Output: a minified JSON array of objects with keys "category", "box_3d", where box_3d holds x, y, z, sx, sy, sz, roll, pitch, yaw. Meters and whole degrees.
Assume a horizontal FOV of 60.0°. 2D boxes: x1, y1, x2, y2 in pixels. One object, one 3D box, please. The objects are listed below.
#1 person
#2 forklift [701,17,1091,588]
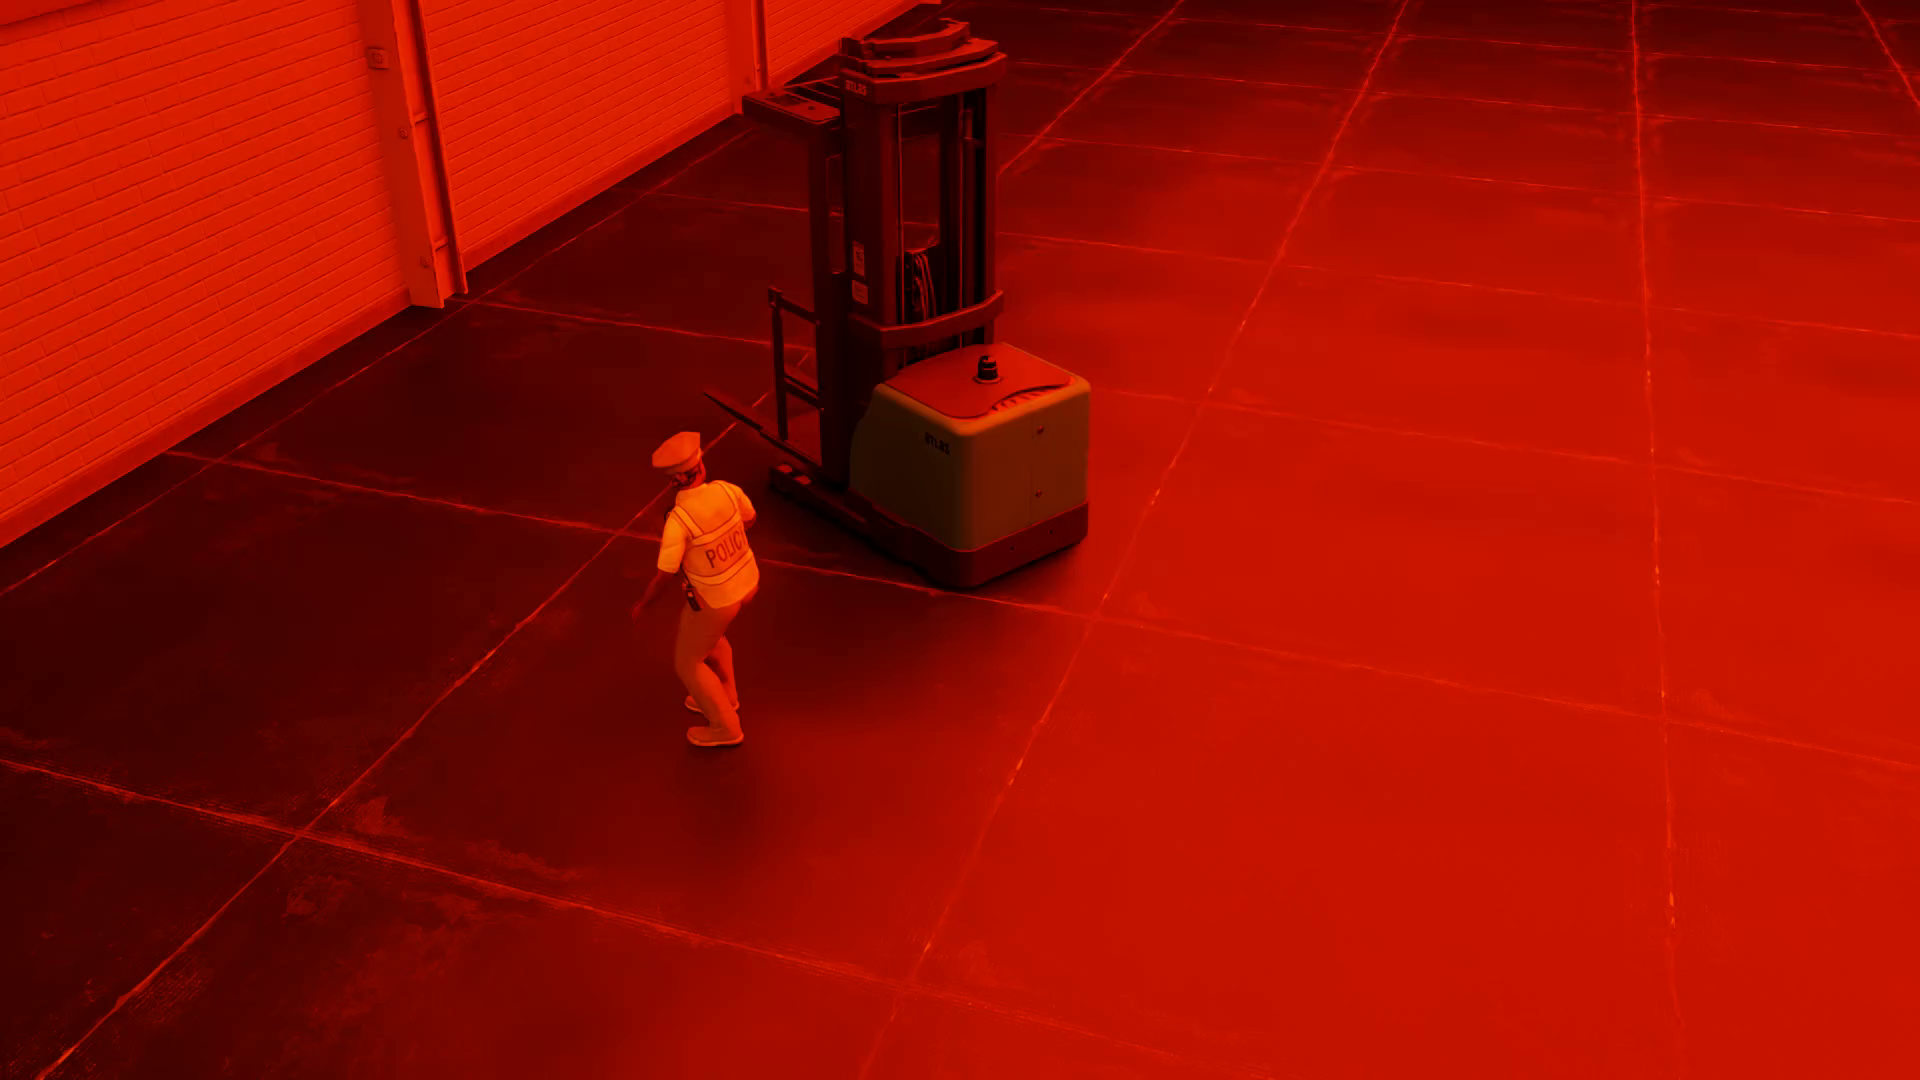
[{"category":"person","box_3d":[-1.251,0.252,8.036,0.492,1.629,0.669,15,33,24]},{"category":"forklift","box_3d":[-0.562,-1.657,10.043,1.130,2.935,3.031,-23,37,-34]}]
